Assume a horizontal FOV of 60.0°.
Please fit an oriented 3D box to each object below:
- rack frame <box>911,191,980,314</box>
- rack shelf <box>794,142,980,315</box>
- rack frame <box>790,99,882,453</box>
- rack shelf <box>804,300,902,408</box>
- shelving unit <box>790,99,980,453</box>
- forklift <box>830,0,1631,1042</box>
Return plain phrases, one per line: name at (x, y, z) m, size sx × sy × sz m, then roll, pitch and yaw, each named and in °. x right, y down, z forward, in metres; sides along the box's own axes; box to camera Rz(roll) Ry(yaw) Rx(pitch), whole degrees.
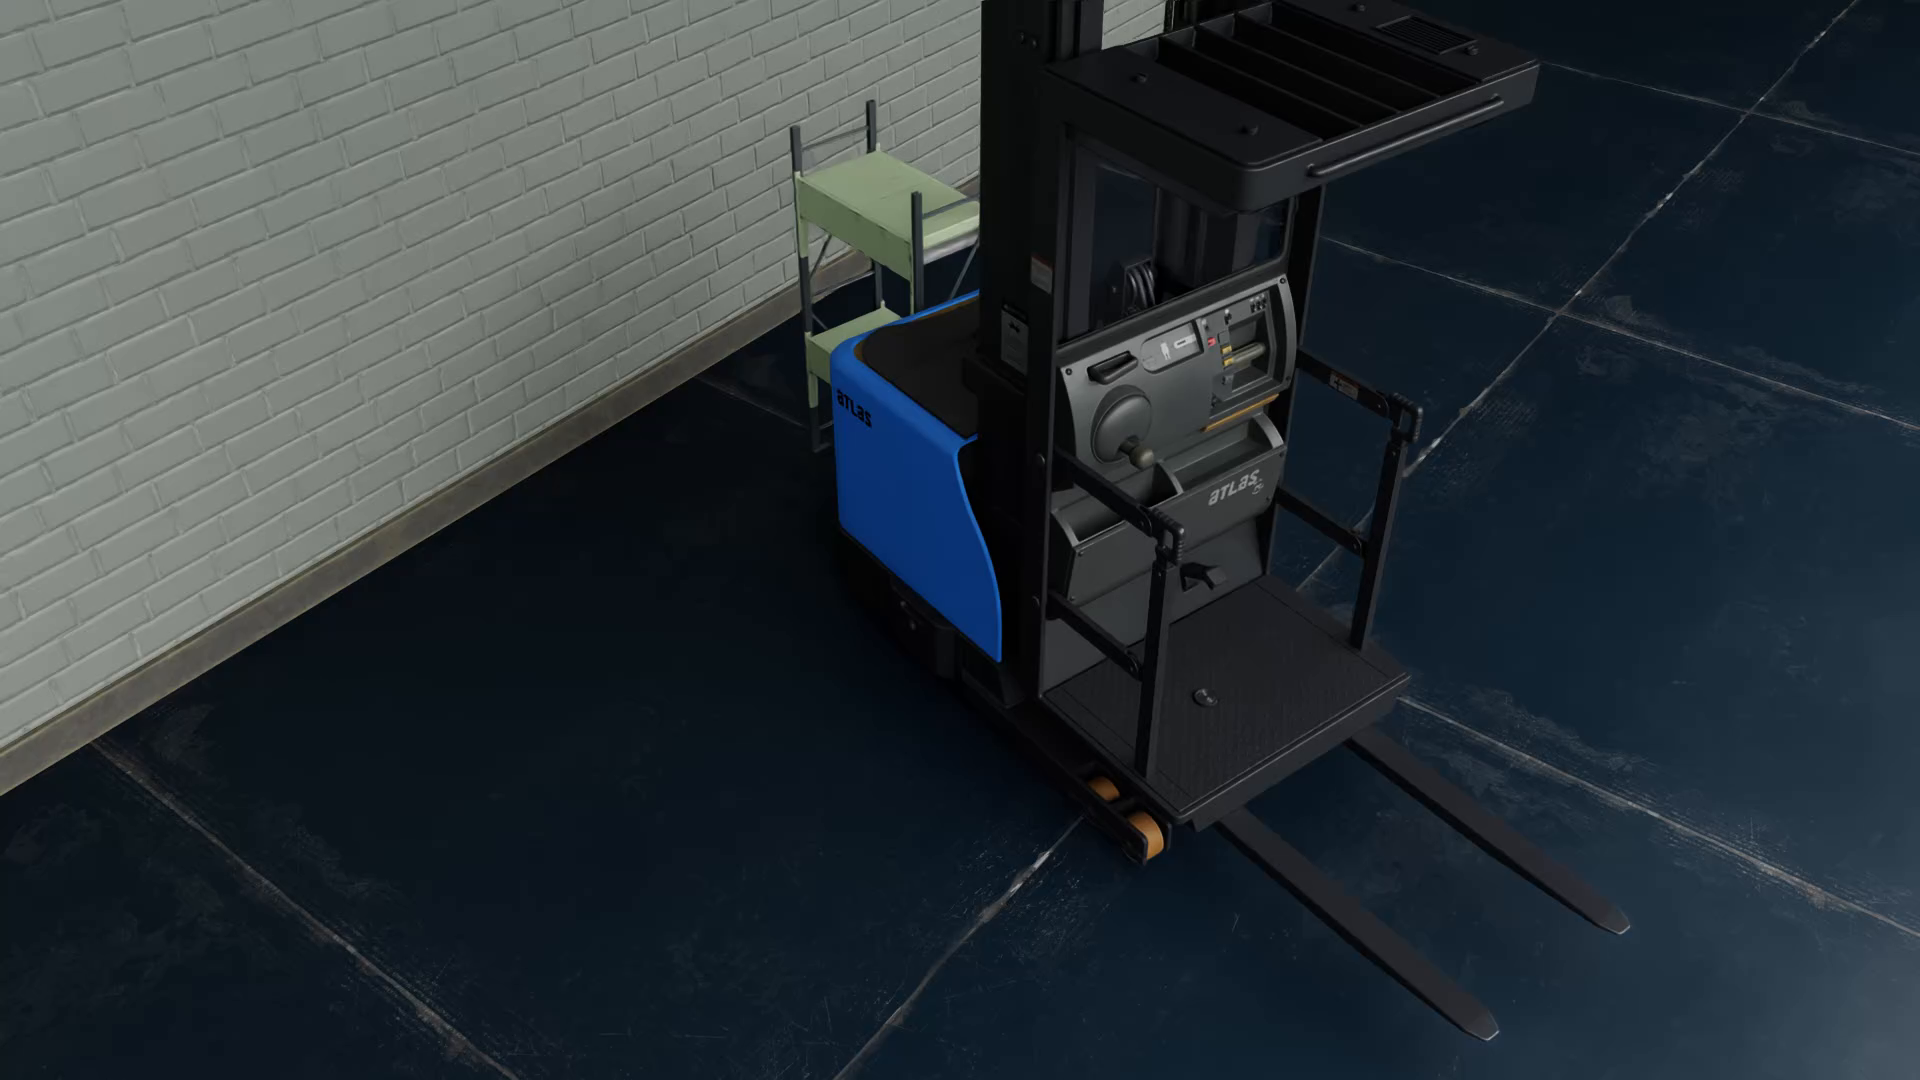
rack frame at (-0.015, -0.711, 6.441) m, size 0.400 × 1.500 × 0.023 m, roll -28°, pitch 46°, yaw -31°
rack shelf at (-0.252, -1.190, 6.420) m, size 0.431 × 0.370 × 0.720 m, roll -28°, pitch 46°, yaw -31°
rack frame at (-0.489, -1.055, 6.881) m, size 0.400 × 1.500 × 0.023 m, roll -28°, pitch 46°, yaw -31°
rack shelf at (-0.252, -0.626, 6.862) m, size 0.431 × 0.370 × 0.720 m, roll -28°, pitch 46°, yaw -31°
shelving unit at (-0.252, -0.883, 6.661) m, size 0.431 × 1.500 × 0.755 m, roll -28°, pitch 46°, yaw -31°
forklift at (0.811, -0.455, 4.953) m, size 1.130 × 2.935 × 3.031 m, roll -25°, pitch 45°, yaw -28°
